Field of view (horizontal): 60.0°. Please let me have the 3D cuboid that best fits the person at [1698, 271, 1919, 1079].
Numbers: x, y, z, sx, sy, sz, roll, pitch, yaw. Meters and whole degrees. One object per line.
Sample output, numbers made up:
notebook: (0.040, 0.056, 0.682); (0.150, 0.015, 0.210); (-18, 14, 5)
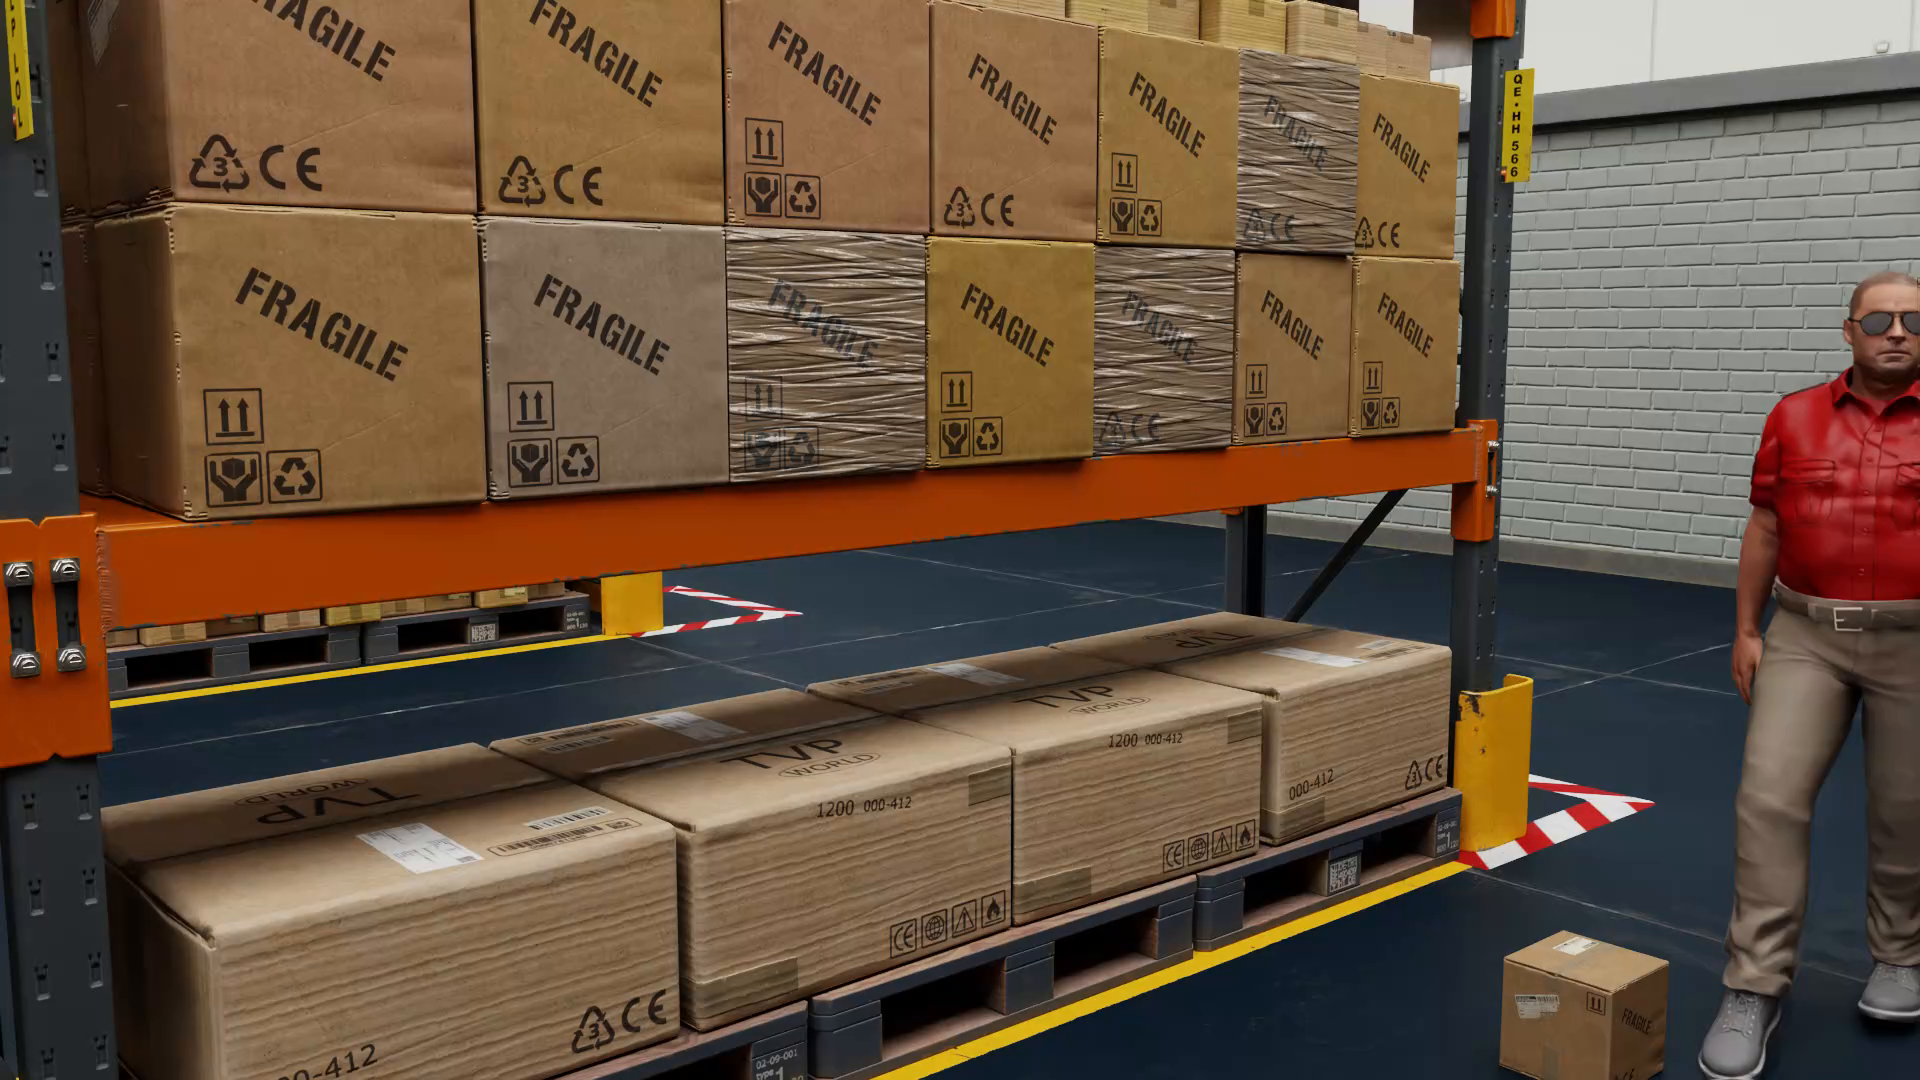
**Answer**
person: (1.992, 0.281, 3.669); (0.604, 1.734, 0.779); (5, 9, 34)
